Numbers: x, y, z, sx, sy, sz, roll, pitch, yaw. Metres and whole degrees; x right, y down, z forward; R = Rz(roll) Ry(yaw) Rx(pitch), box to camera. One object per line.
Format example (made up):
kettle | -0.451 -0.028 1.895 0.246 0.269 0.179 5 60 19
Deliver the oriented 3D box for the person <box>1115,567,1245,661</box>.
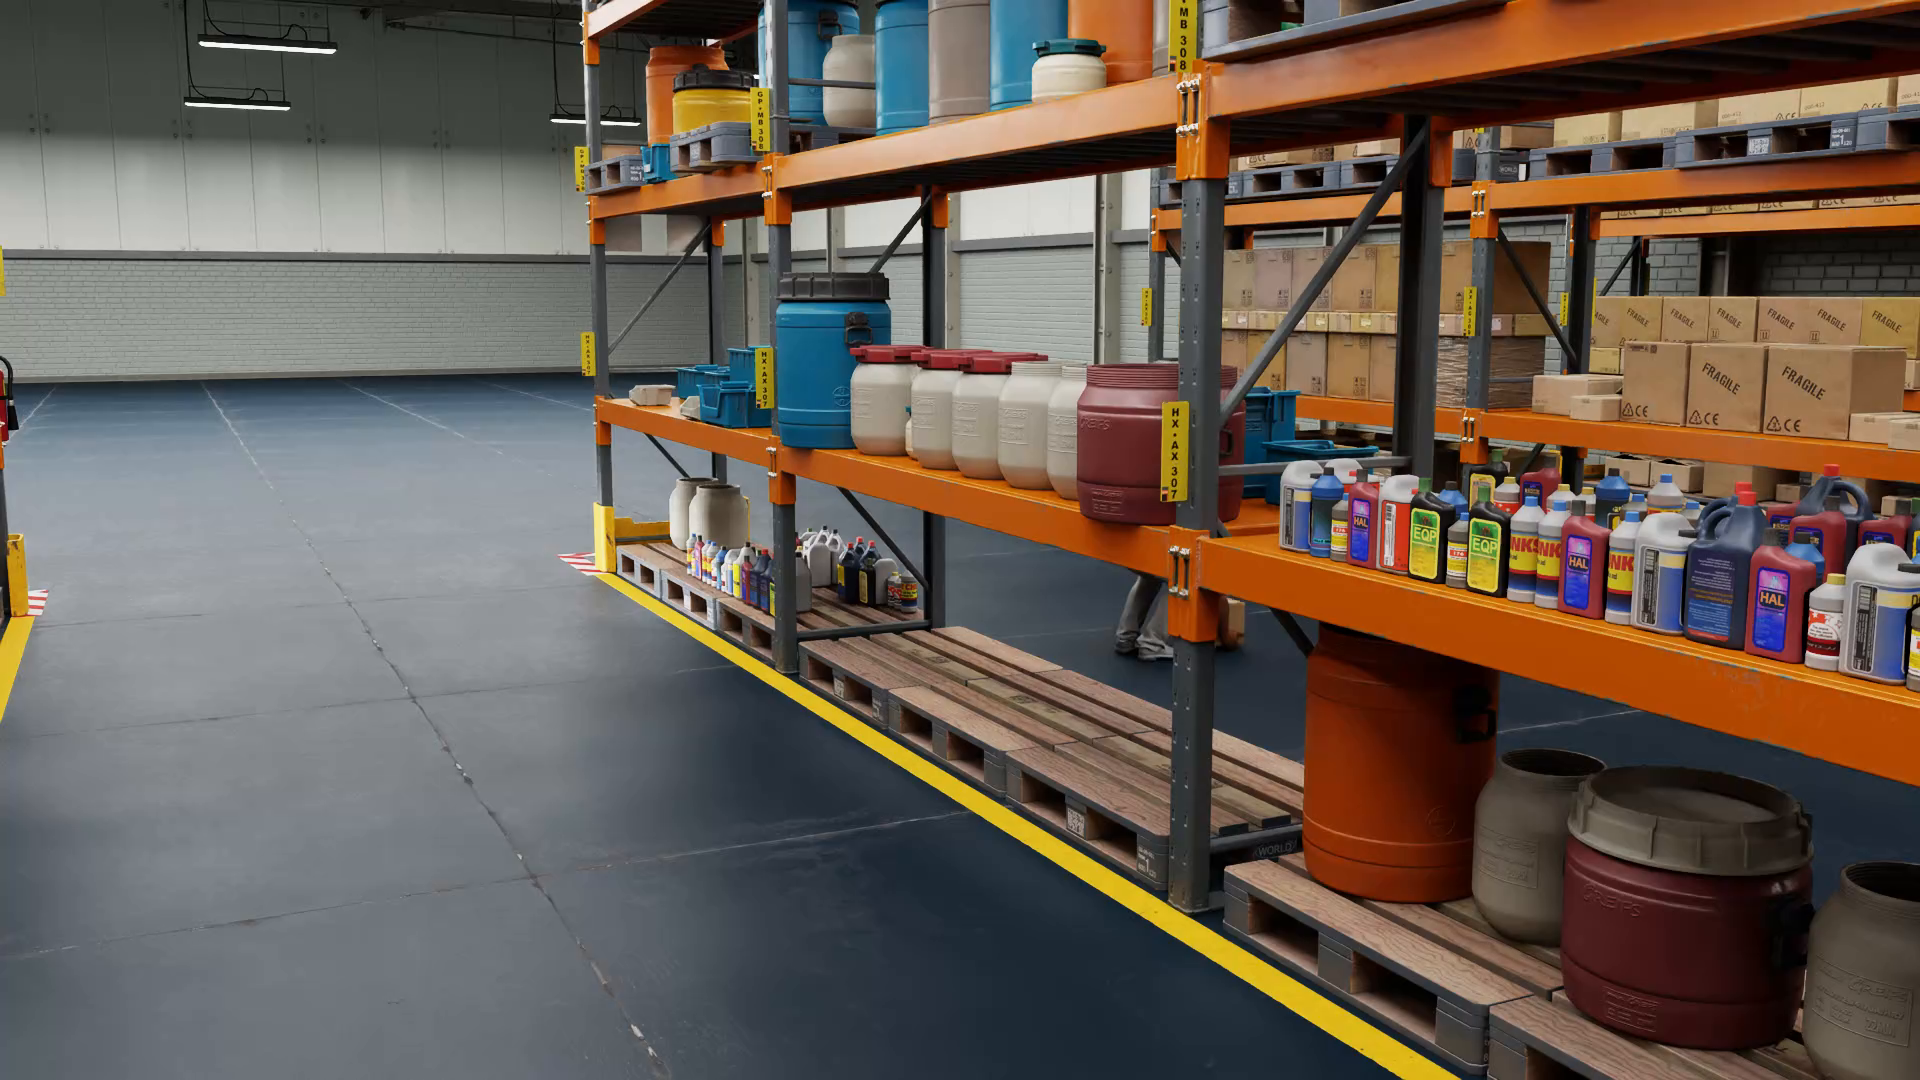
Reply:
person | 1.255 0.194 9.760 0.974 0.939 0.507 -5 10 -29
